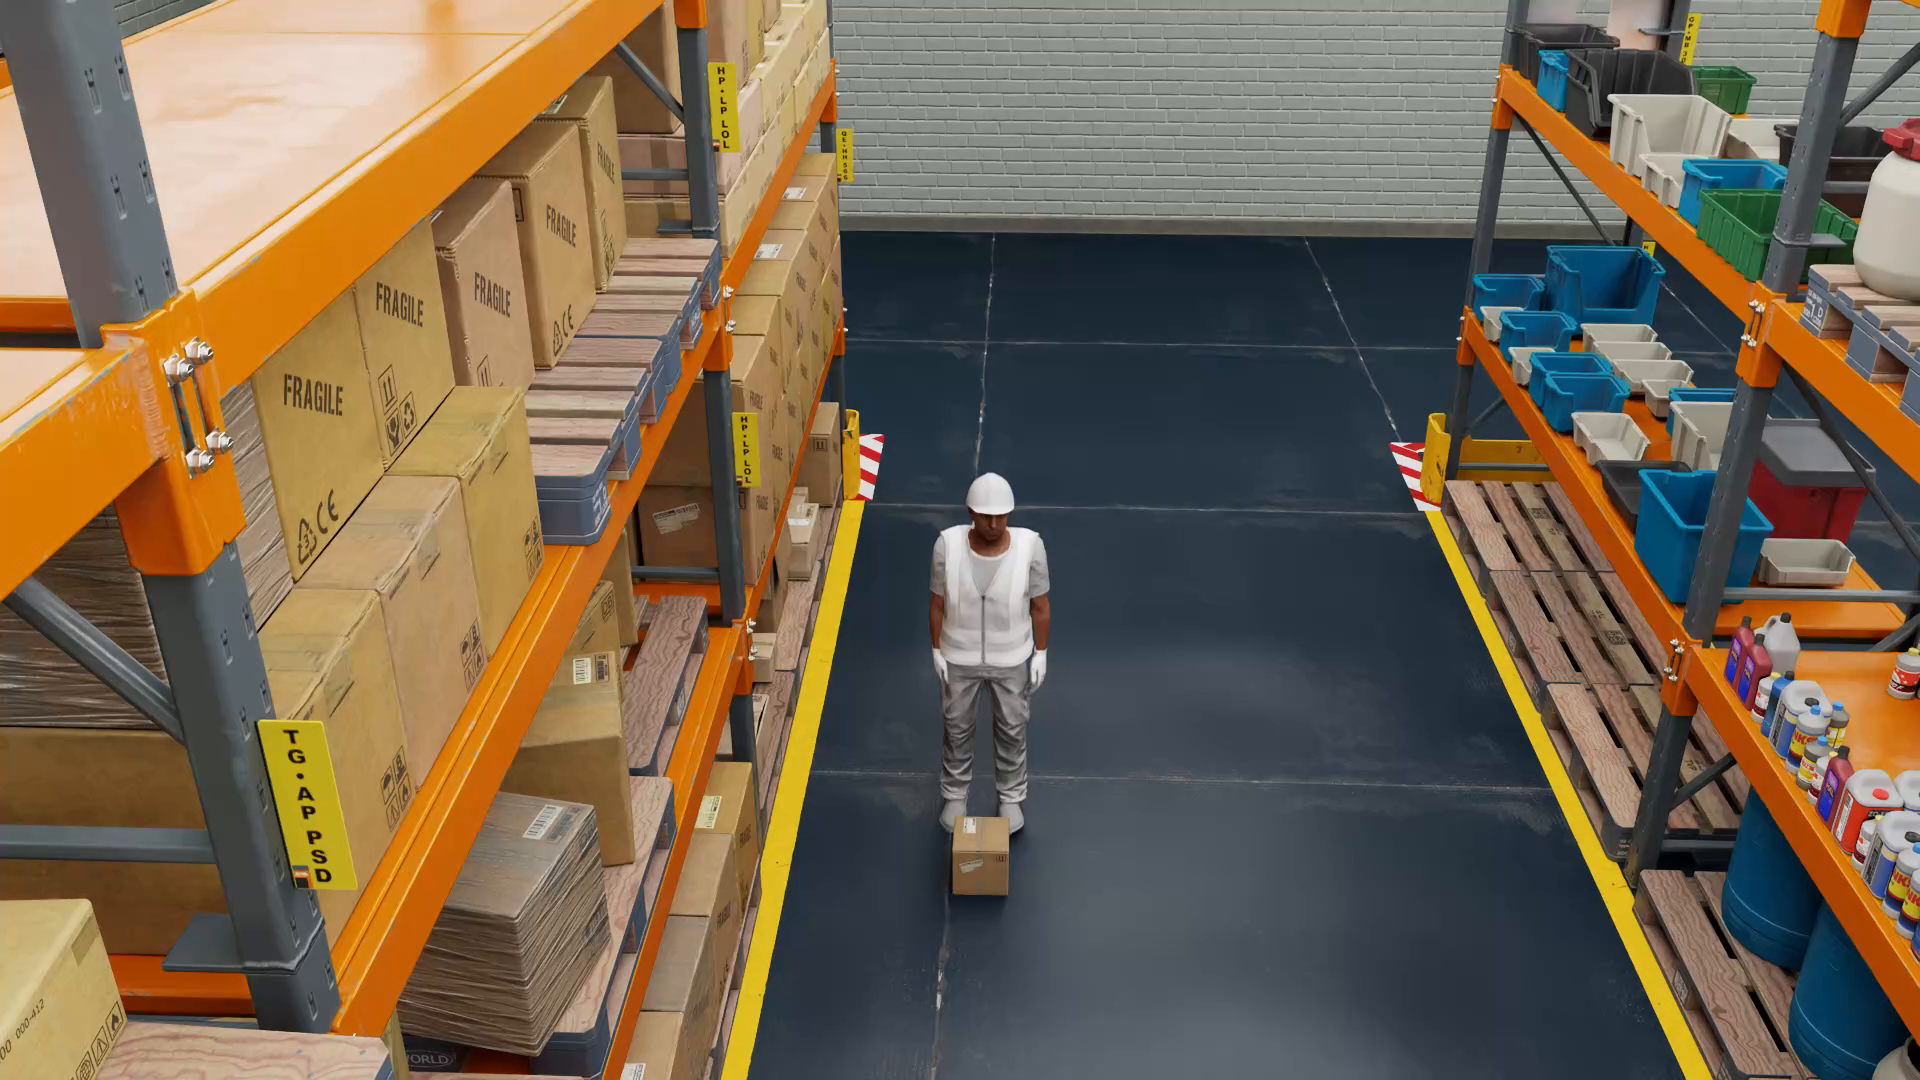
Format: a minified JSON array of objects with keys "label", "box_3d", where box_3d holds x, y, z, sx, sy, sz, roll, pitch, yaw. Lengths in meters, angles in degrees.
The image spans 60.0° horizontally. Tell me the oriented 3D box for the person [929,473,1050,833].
[{"label":"person","box_3d":[0.133,0.528,7.600,0.548,1.792,0.366,2,28,3]}]
